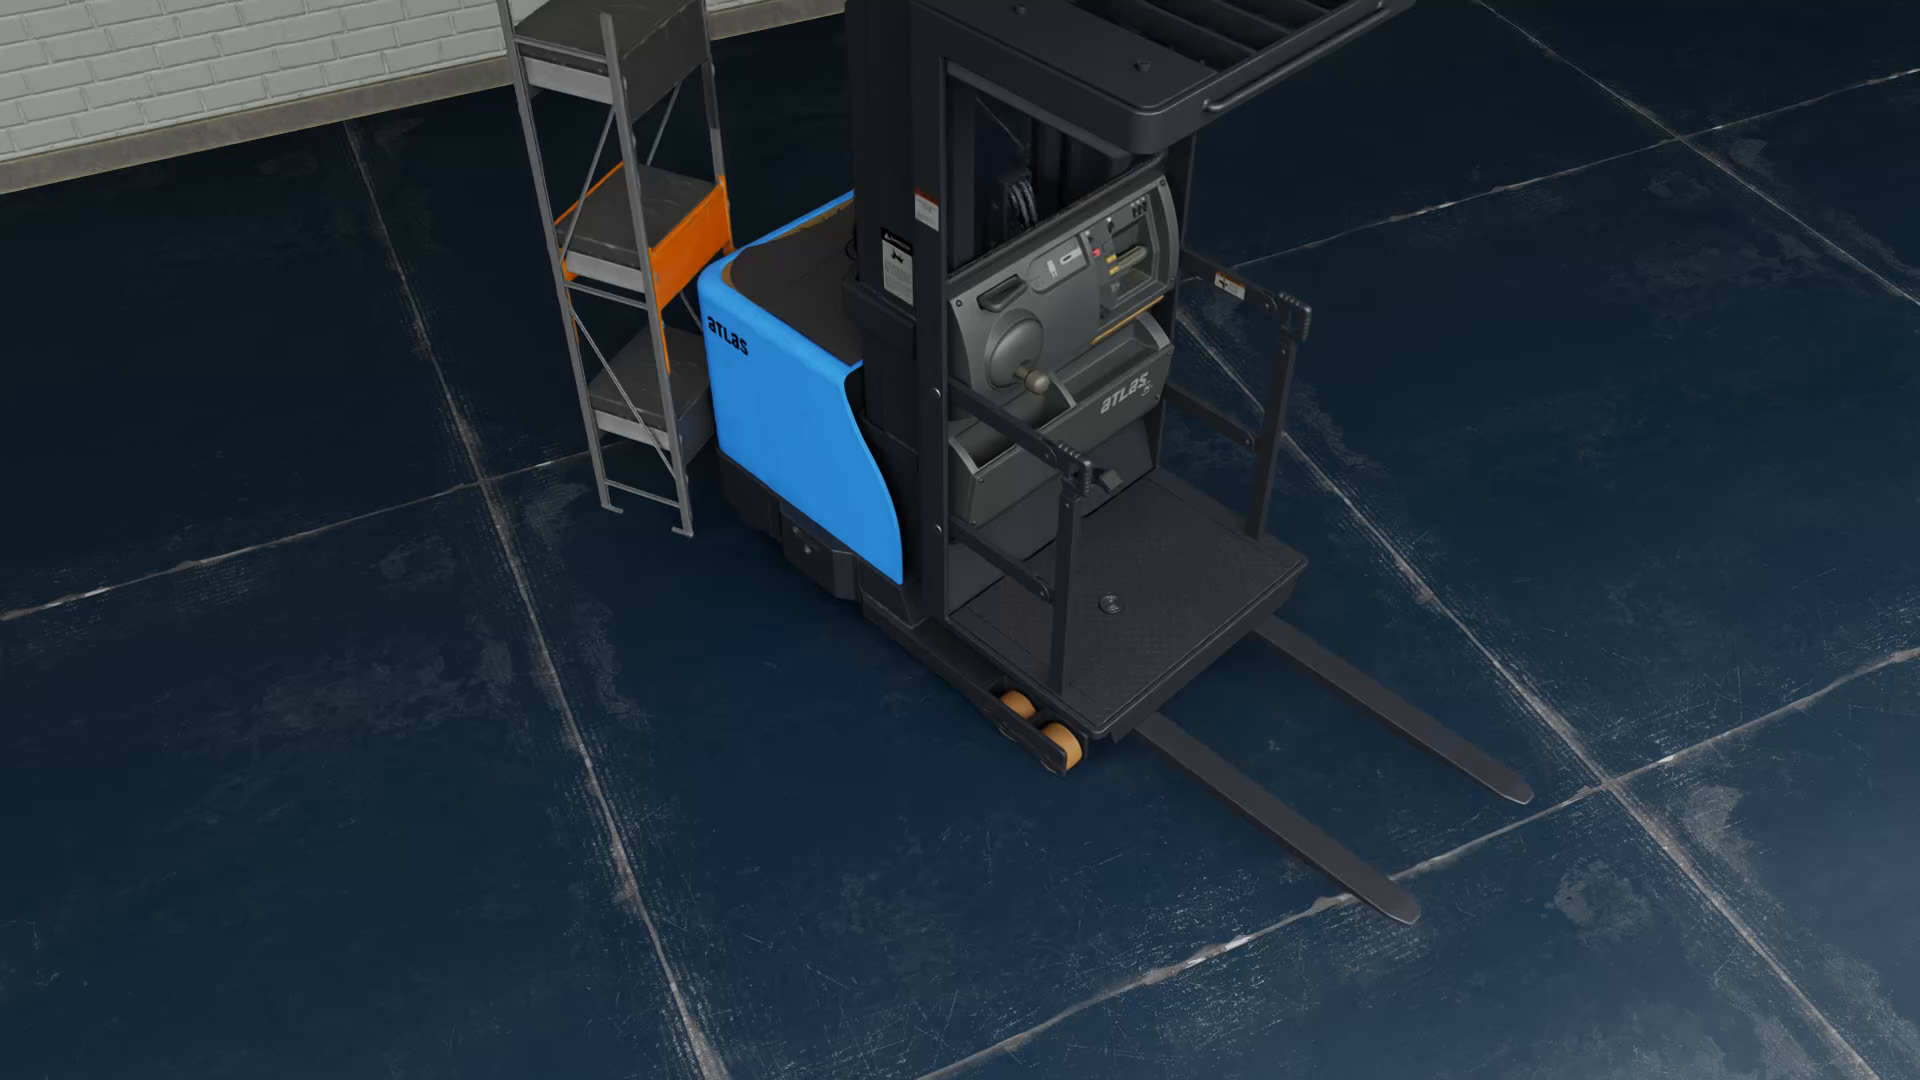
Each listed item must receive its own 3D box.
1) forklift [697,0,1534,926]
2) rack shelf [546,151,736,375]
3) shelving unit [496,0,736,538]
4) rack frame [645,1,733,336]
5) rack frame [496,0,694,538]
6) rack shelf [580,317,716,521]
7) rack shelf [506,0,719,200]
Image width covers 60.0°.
[{"bbox_3d":[0.478,-0.692,4.865,1.130,2.935,3.031,-35,54,-30],"label":"forklift"},{"bbox_3d":[-1.087,-0.965,5.753,0.431,0.518,0.480,18,47,17],"label":"rack shelf"},{"bbox_3d":[-1.087,-0.975,5.743,0.431,2.100,0.503,18,47,17],"label":"shelving unit"},{"bbox_3d":[-0.986,-1.131,5.901,0.400,2.100,0.015,18,47,17],"label":"rack frame"},{"bbox_3d":[-1.188,-0.819,5.585,0.400,2.100,0.015,18,47,17],"label":"rack frame"},{"bbox_3d":[-1.087,-0.467,6.244,0.431,0.518,0.480,18,47,17],"label":"rack shelf"},{"bbox_3d":[-1.087,-1.464,5.261,0.431,0.518,0.480,18,47,17],"label":"rack shelf"}]
